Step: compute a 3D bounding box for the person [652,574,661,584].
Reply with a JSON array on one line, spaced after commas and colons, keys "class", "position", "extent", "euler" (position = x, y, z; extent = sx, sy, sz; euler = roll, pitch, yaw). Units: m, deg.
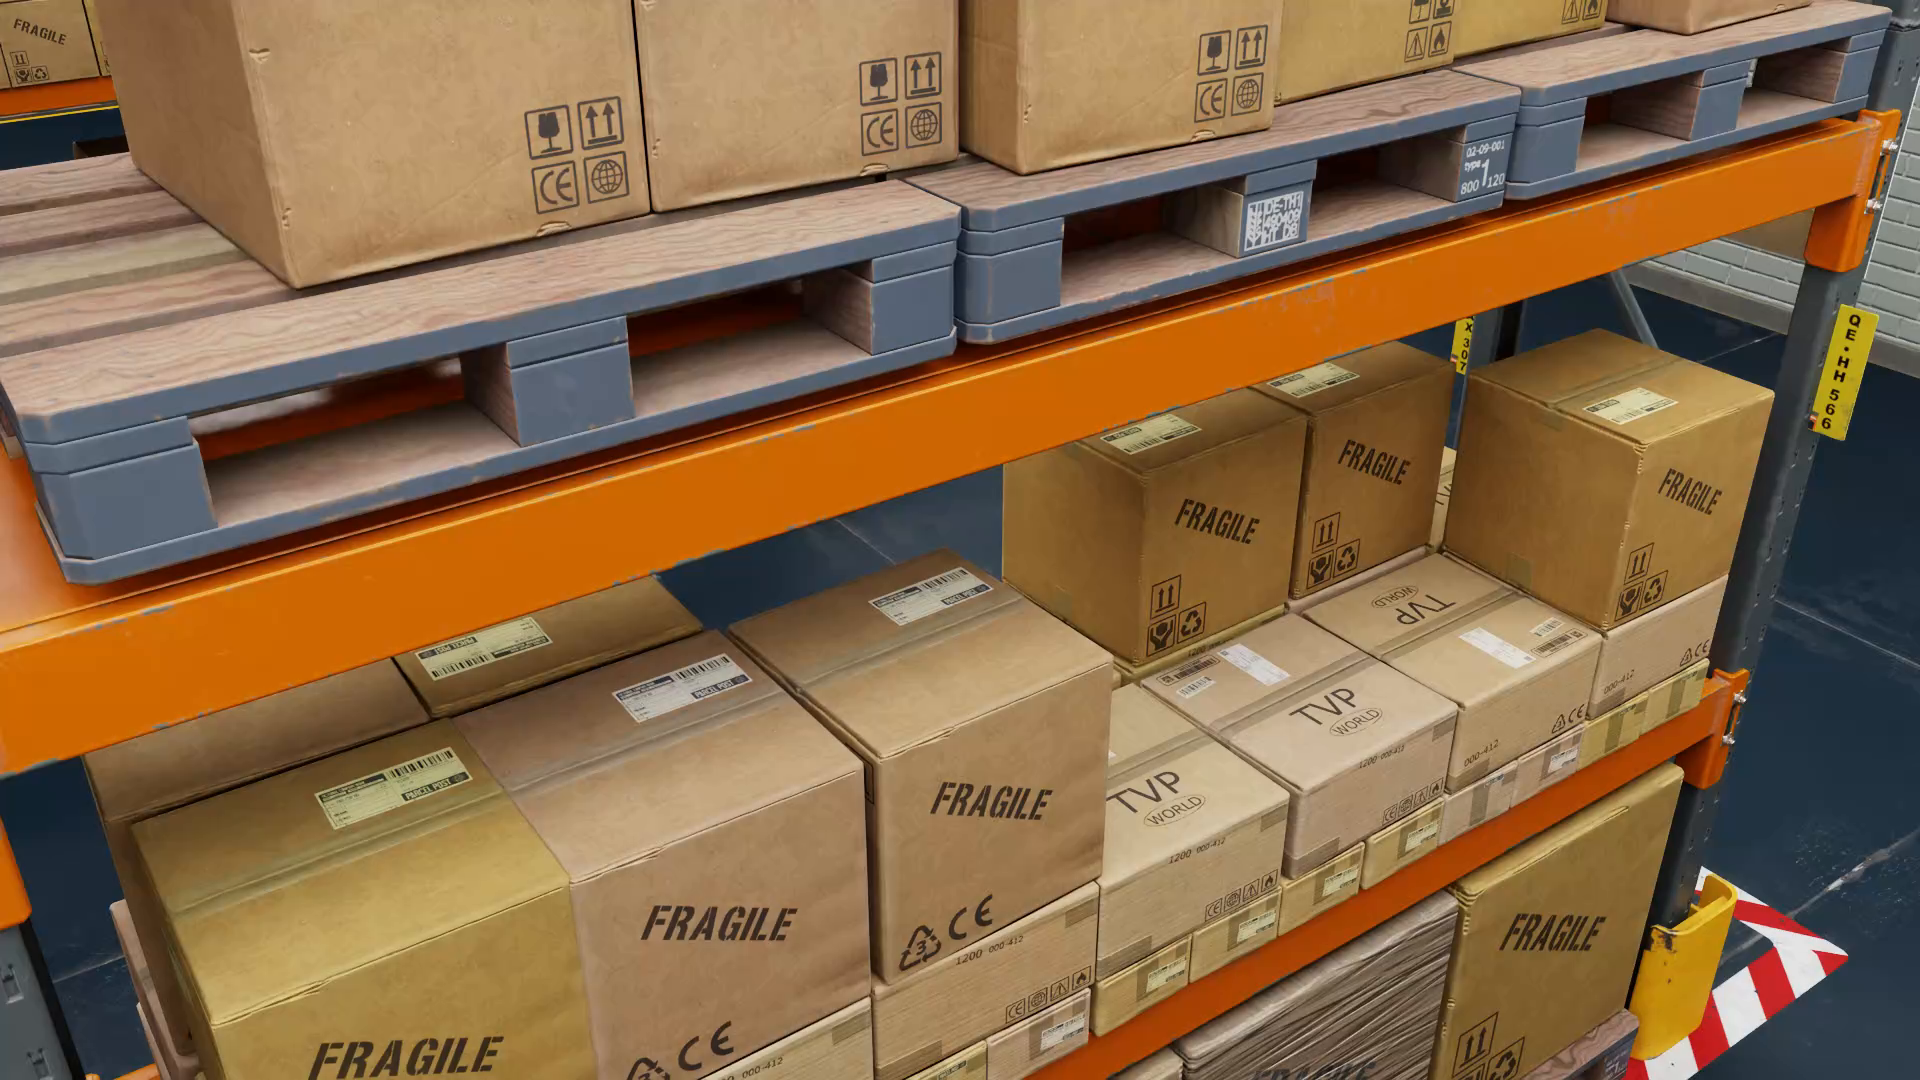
[{"class": "person", "position": [-1.203, 0.229, 5.733], "extent": [0.338, 1.647, 0.476], "euler": [-18, 34, -30]}]
